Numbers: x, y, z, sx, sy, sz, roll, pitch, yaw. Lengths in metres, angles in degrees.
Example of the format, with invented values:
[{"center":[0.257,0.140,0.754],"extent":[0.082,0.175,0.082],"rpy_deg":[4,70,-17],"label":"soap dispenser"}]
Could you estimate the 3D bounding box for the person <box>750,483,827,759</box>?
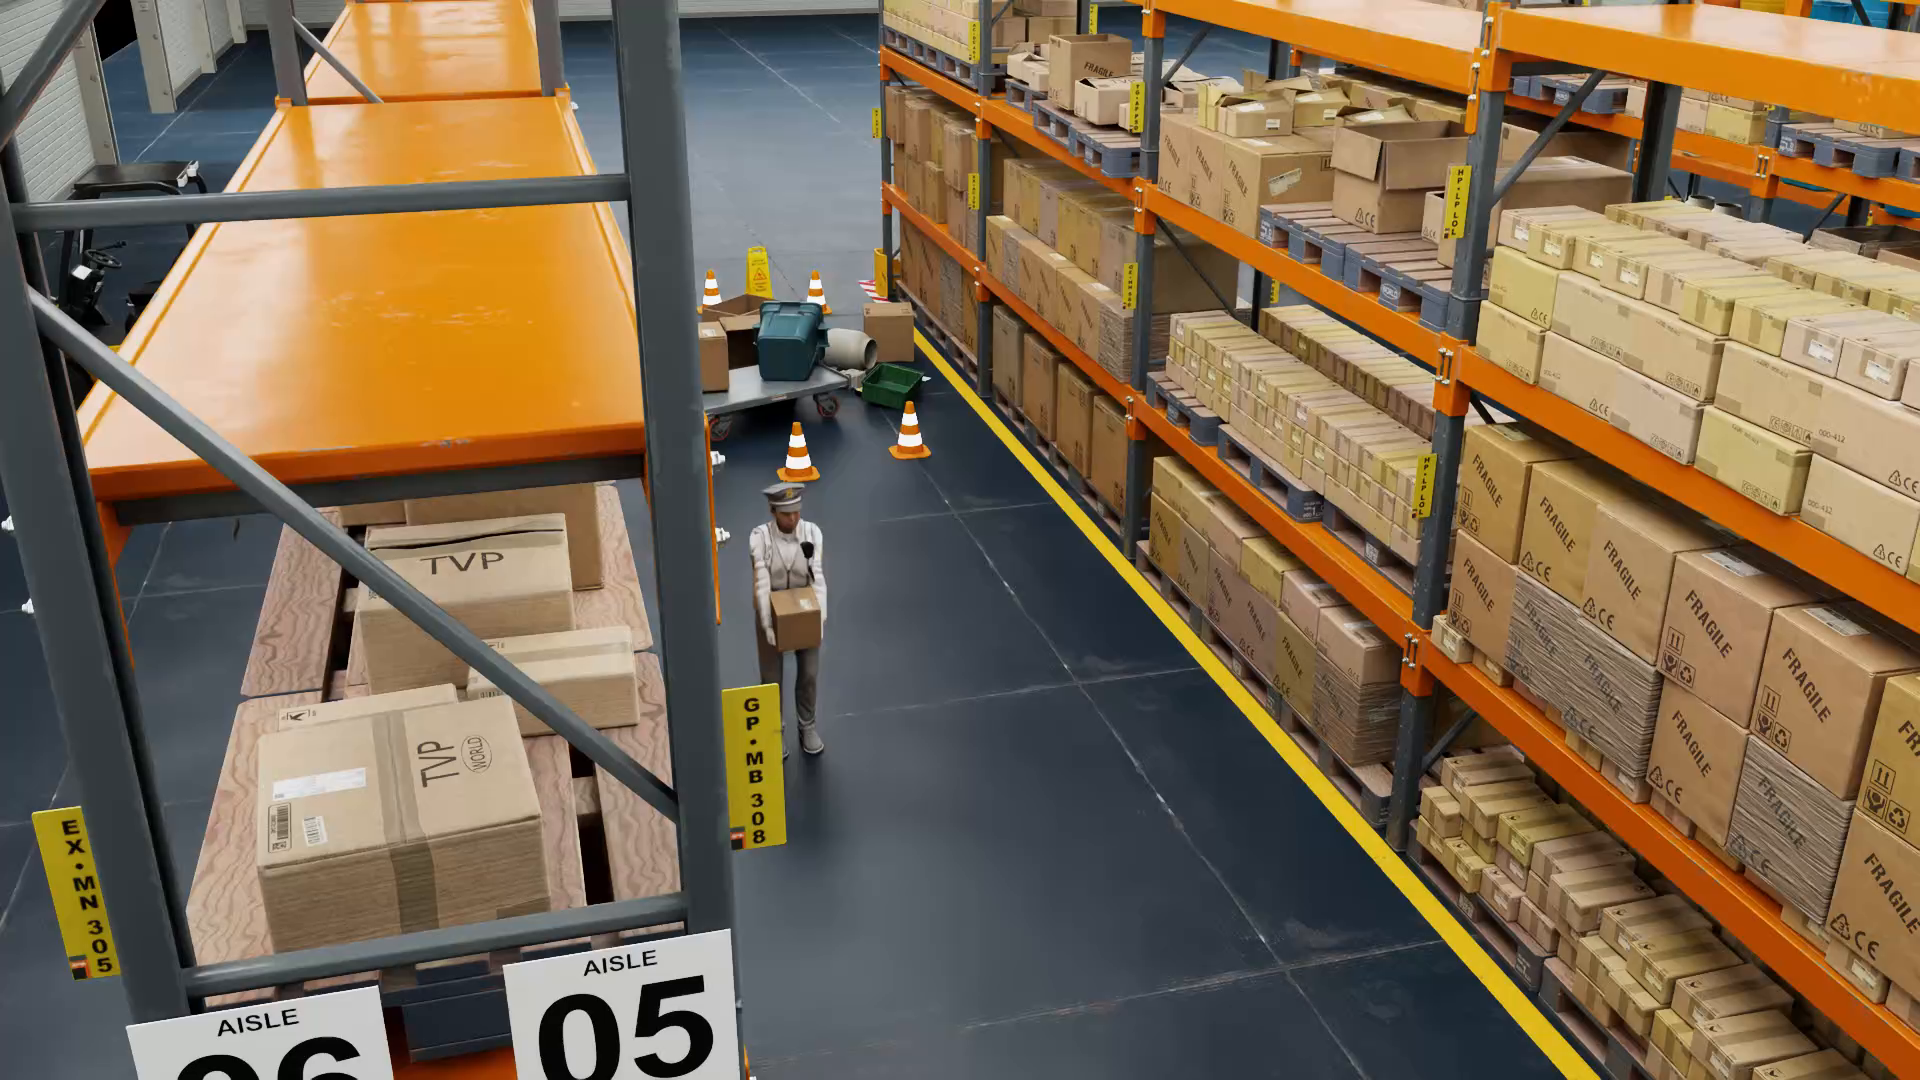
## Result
[{"center":[-0.971,0.459,9.559],"extent":[0.416,1.675,0.530],"rpy_deg":[-7,24,-15],"label":"person"}]
